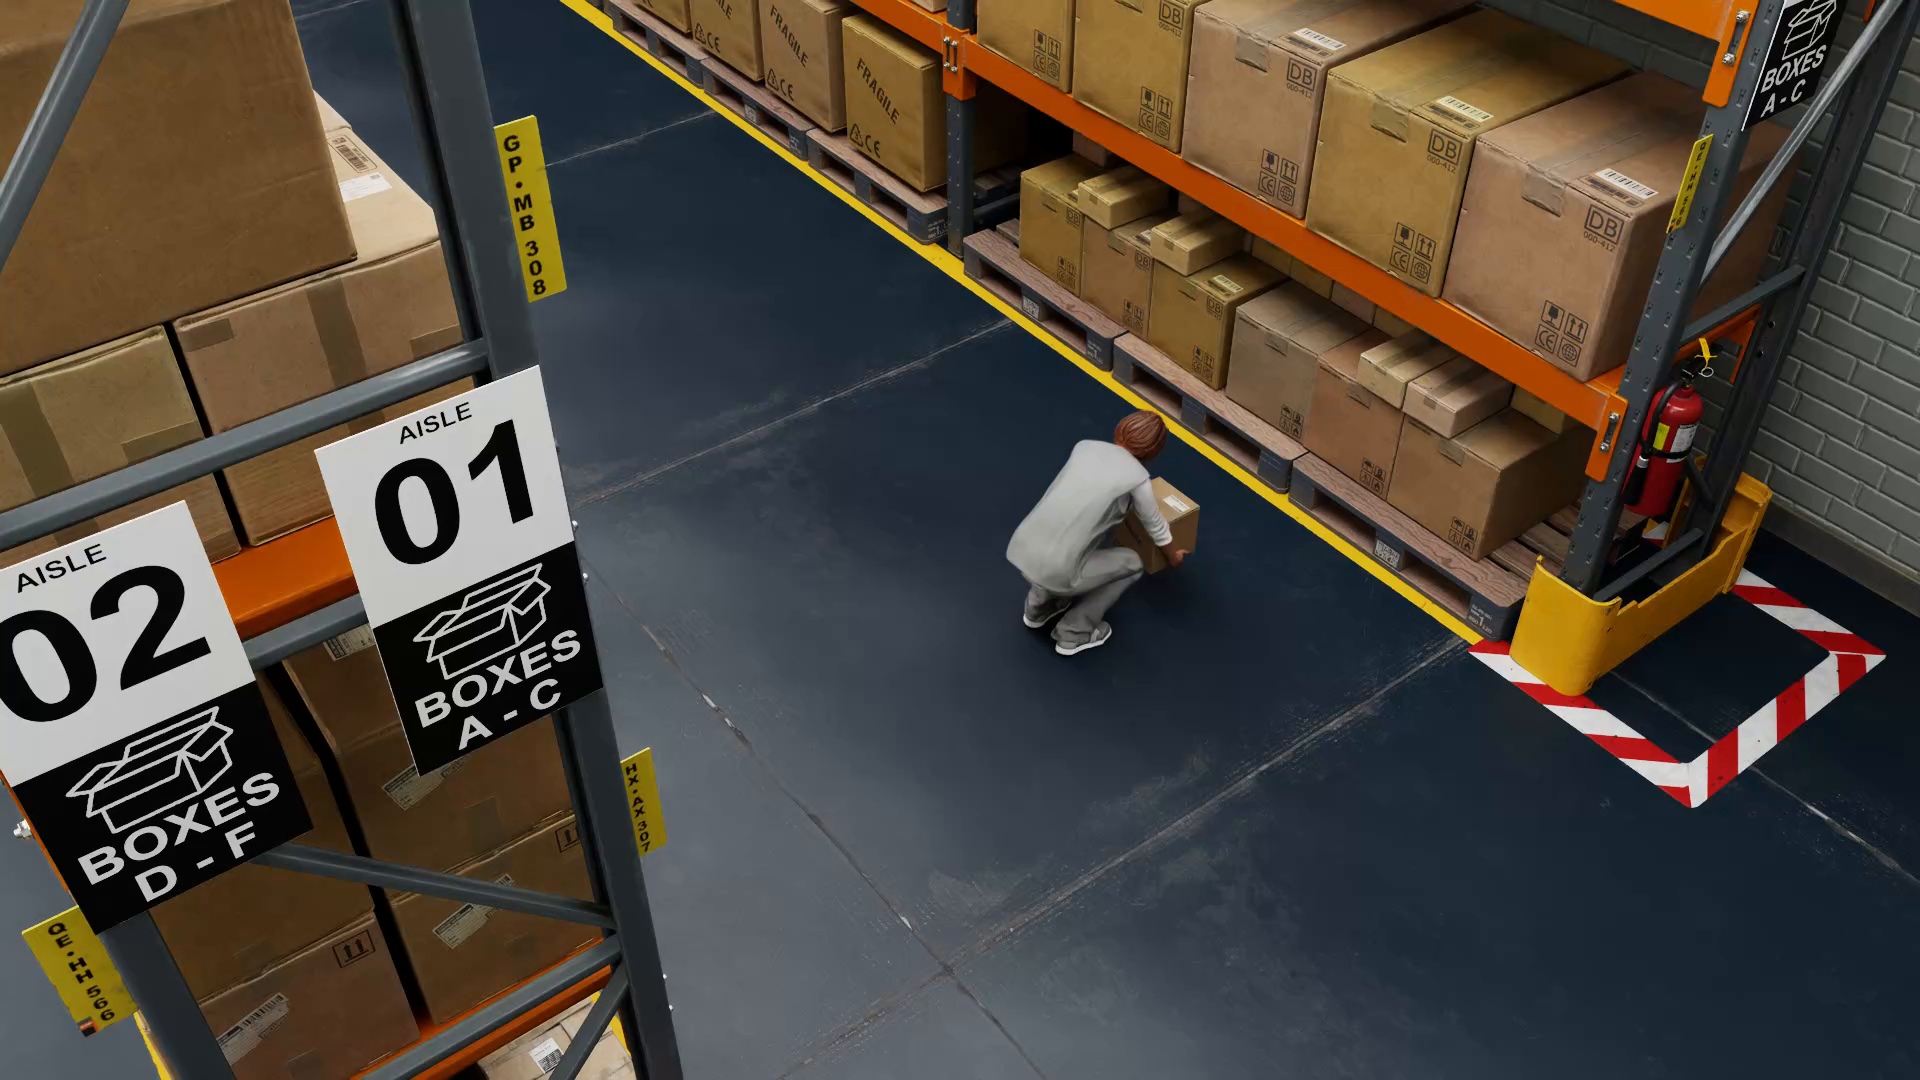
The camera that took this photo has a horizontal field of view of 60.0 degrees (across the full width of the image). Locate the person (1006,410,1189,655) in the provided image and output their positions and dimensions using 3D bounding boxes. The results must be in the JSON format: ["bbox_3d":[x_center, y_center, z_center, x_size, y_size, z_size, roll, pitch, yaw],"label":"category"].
[{"bbox_3d":[0.546,-0.020,6.730,0.835,0.895,0.422,-28,48,-28],"label":"person"}]
